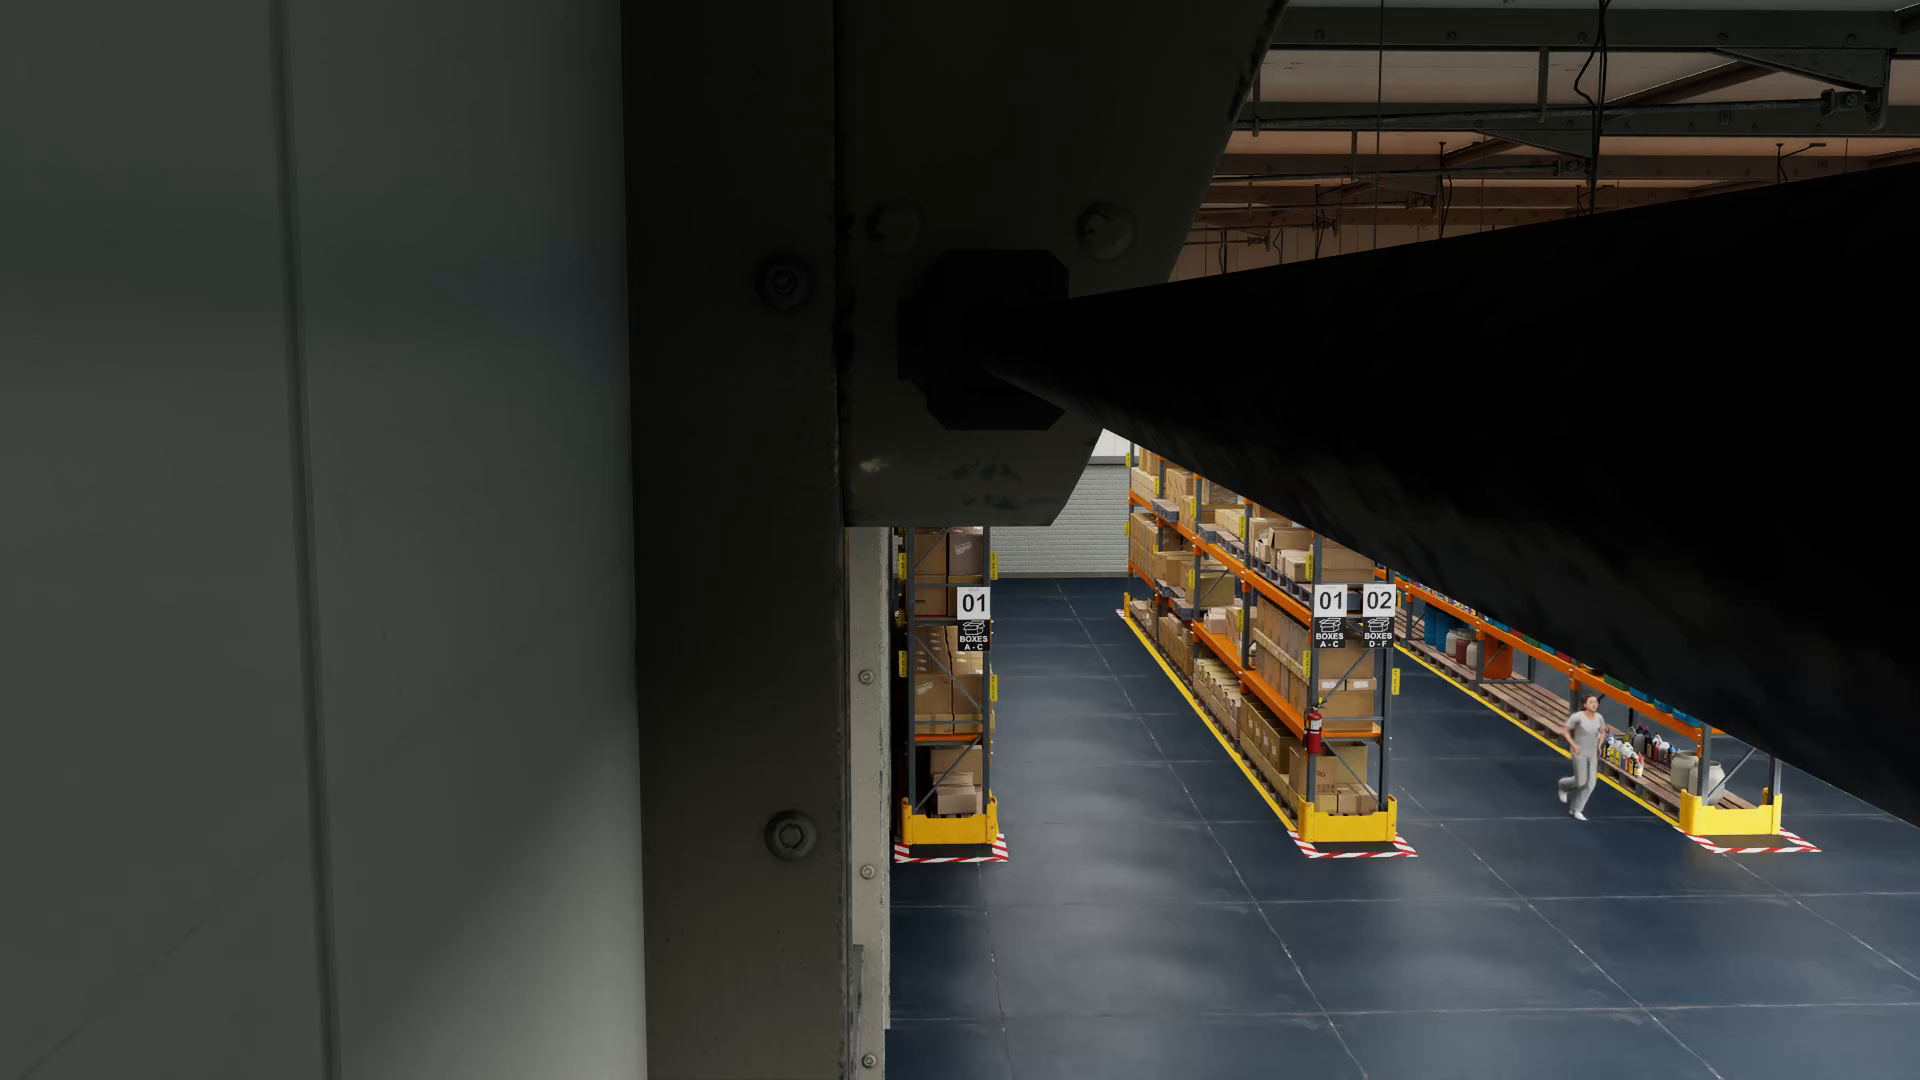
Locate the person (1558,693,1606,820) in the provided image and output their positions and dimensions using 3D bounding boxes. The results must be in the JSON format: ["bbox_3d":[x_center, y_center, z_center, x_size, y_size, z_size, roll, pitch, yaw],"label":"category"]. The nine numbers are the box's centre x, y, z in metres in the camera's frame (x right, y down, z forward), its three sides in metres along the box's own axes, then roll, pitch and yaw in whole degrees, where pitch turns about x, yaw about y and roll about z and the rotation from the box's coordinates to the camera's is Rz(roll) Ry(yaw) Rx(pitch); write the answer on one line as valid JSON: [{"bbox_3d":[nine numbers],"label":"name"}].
[{"bbox_3d":[8.111,2.778,21.644,0.565,1.636,0.574,-1,7,-9],"label":"person"}]

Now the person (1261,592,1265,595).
[{"bbox_3d":[6.356,1.193,33.881,0.591,1.617,0.574,-1,7,-9],"label":"person"}]
